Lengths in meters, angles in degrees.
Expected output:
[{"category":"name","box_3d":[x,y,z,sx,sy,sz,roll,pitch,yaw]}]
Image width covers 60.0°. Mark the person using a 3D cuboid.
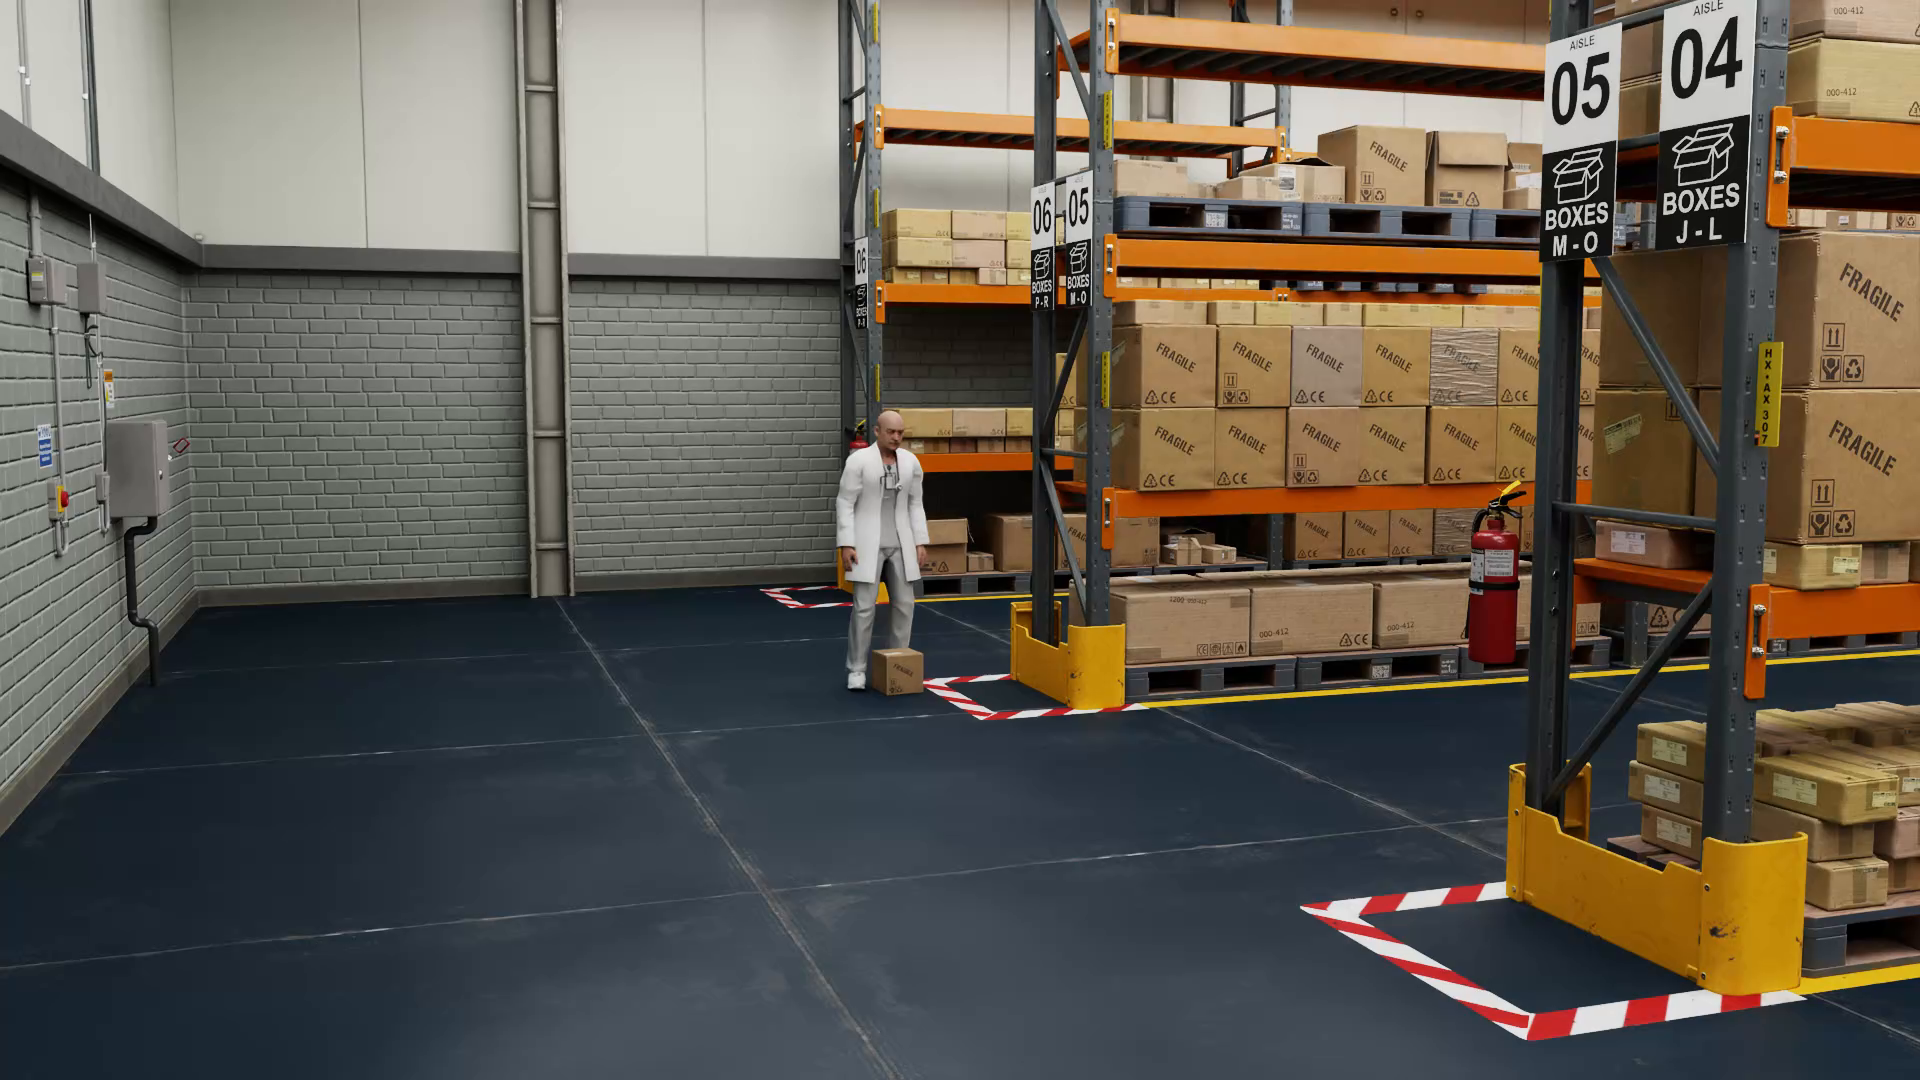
[{"category":"person","box_3d":[-0.490,0.054,10.720,0.644,1.772,0.429,-3,6,-25]}]
